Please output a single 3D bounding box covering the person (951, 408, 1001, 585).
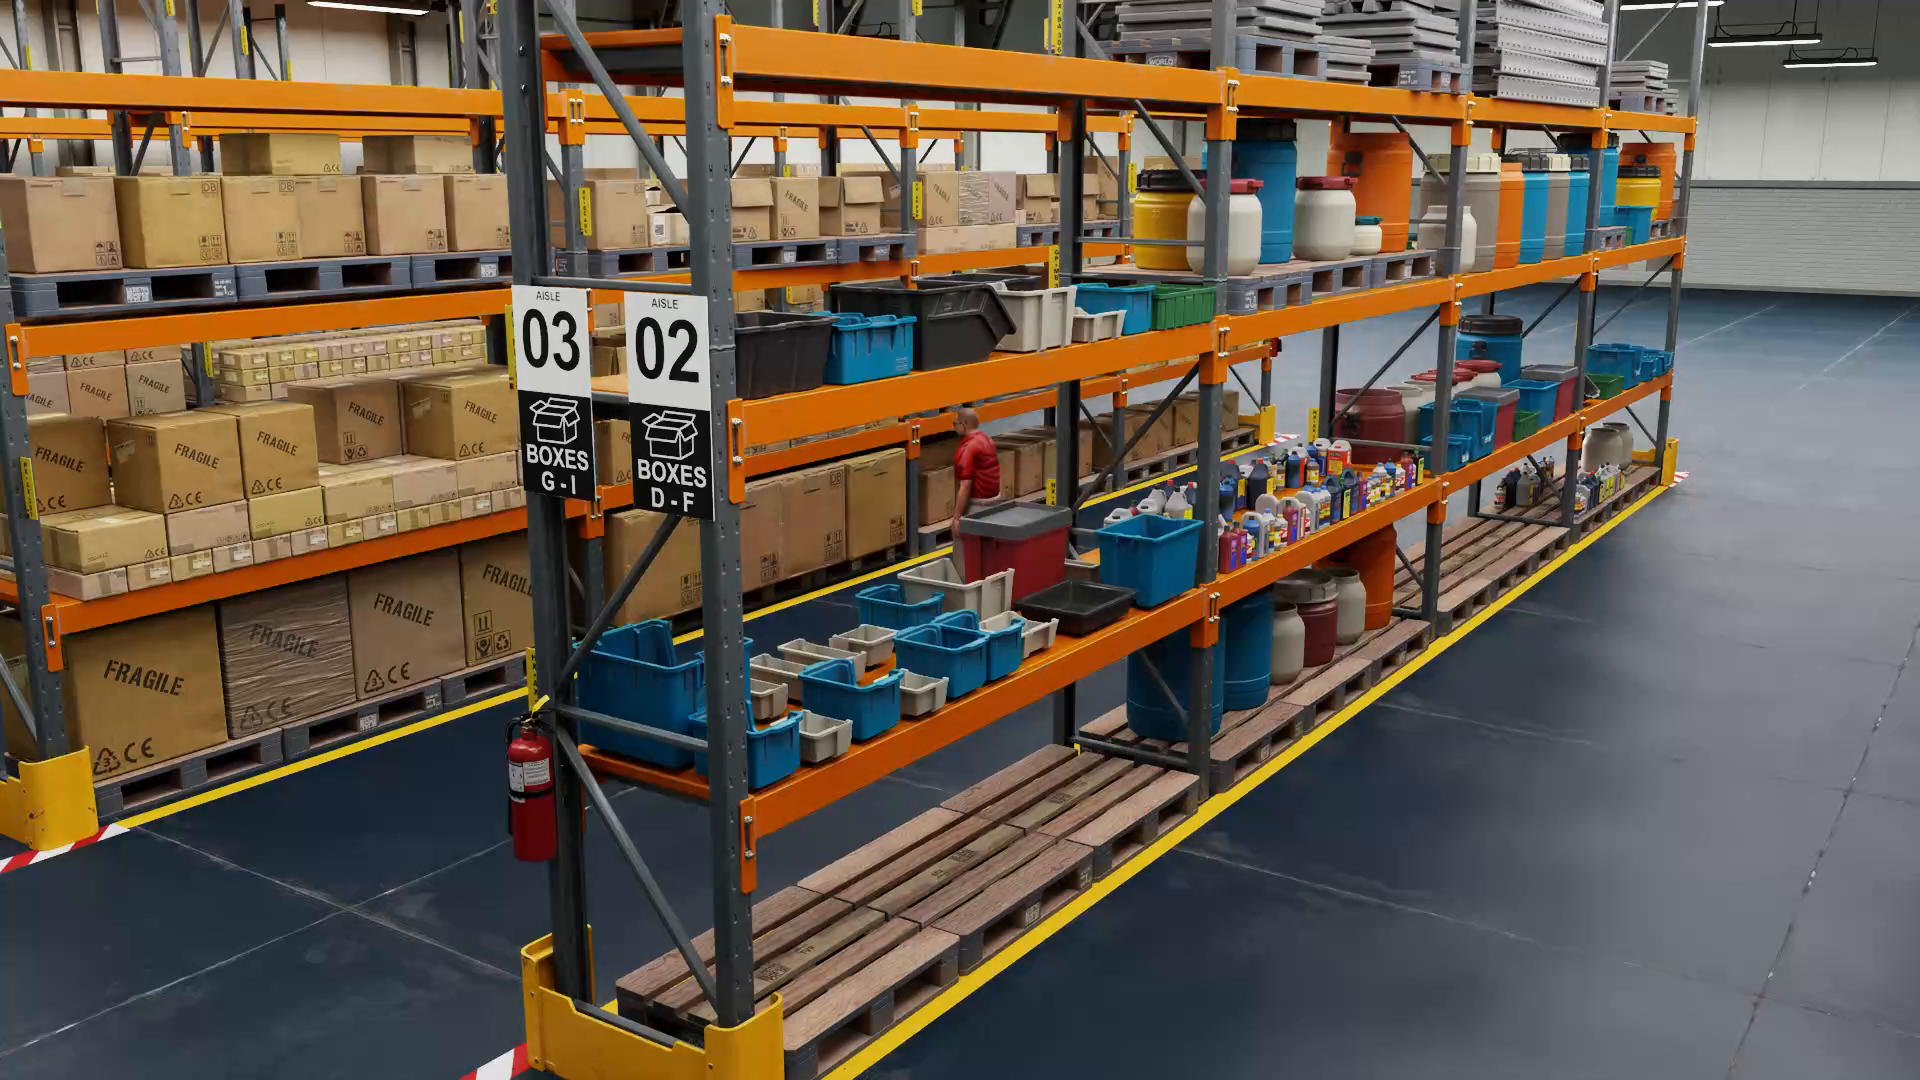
[{"bbox_3d":[0.116,-0.212,13.436,0.389,1.727,0.606,8,15,30],"label":"person"}]
